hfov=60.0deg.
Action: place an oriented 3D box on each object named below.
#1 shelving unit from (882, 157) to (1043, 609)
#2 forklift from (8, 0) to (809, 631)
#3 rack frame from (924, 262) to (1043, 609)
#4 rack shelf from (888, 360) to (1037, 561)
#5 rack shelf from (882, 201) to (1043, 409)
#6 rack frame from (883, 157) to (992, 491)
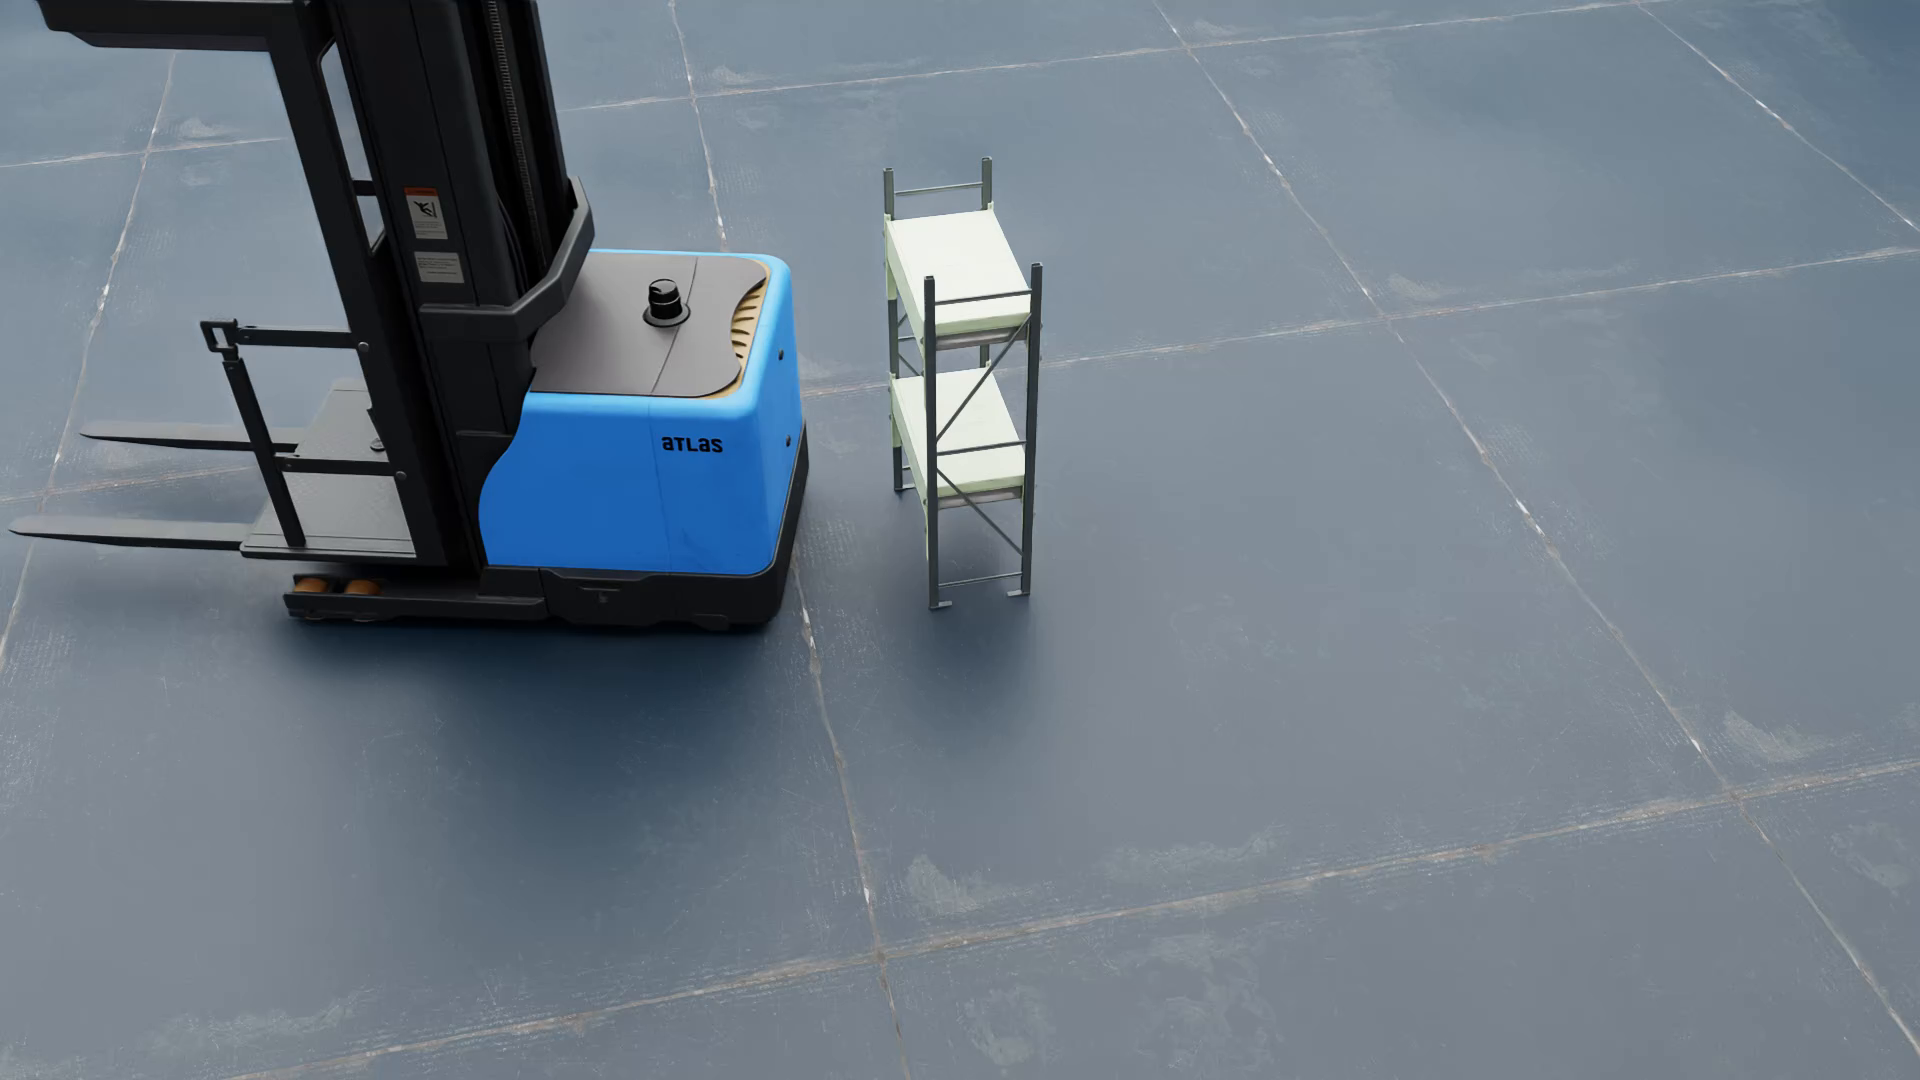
[{"bbox_3d":[-0.001,-0.565,6.257,0.431,1.500,0.755,-8,42,-9],"label":"shelving unit"},{"bbox_3d":[-2.172,-1.129,5.814,3.031,2.935,1.130,2,42,3],"label":"forklift"},{"bbox_3d":[0.078,-0.328,5.990,0.400,1.500,0.023,-8,42,-9],"label":"rack frame"},{"bbox_3d":[-0.001,-0.321,6.473,0.431,0.370,0.720,-8,42,-9],"label":"rack shelf"},{"bbox_3d":[-0.001,-0.857,5.998,0.431,0.370,0.720,-8,42,-9],"label":"rack shelf"},{"bbox_3d":[-0.080,-0.802,6.524,0.400,1.500,0.023,-8,42,-9],"label":"rack frame"}]
